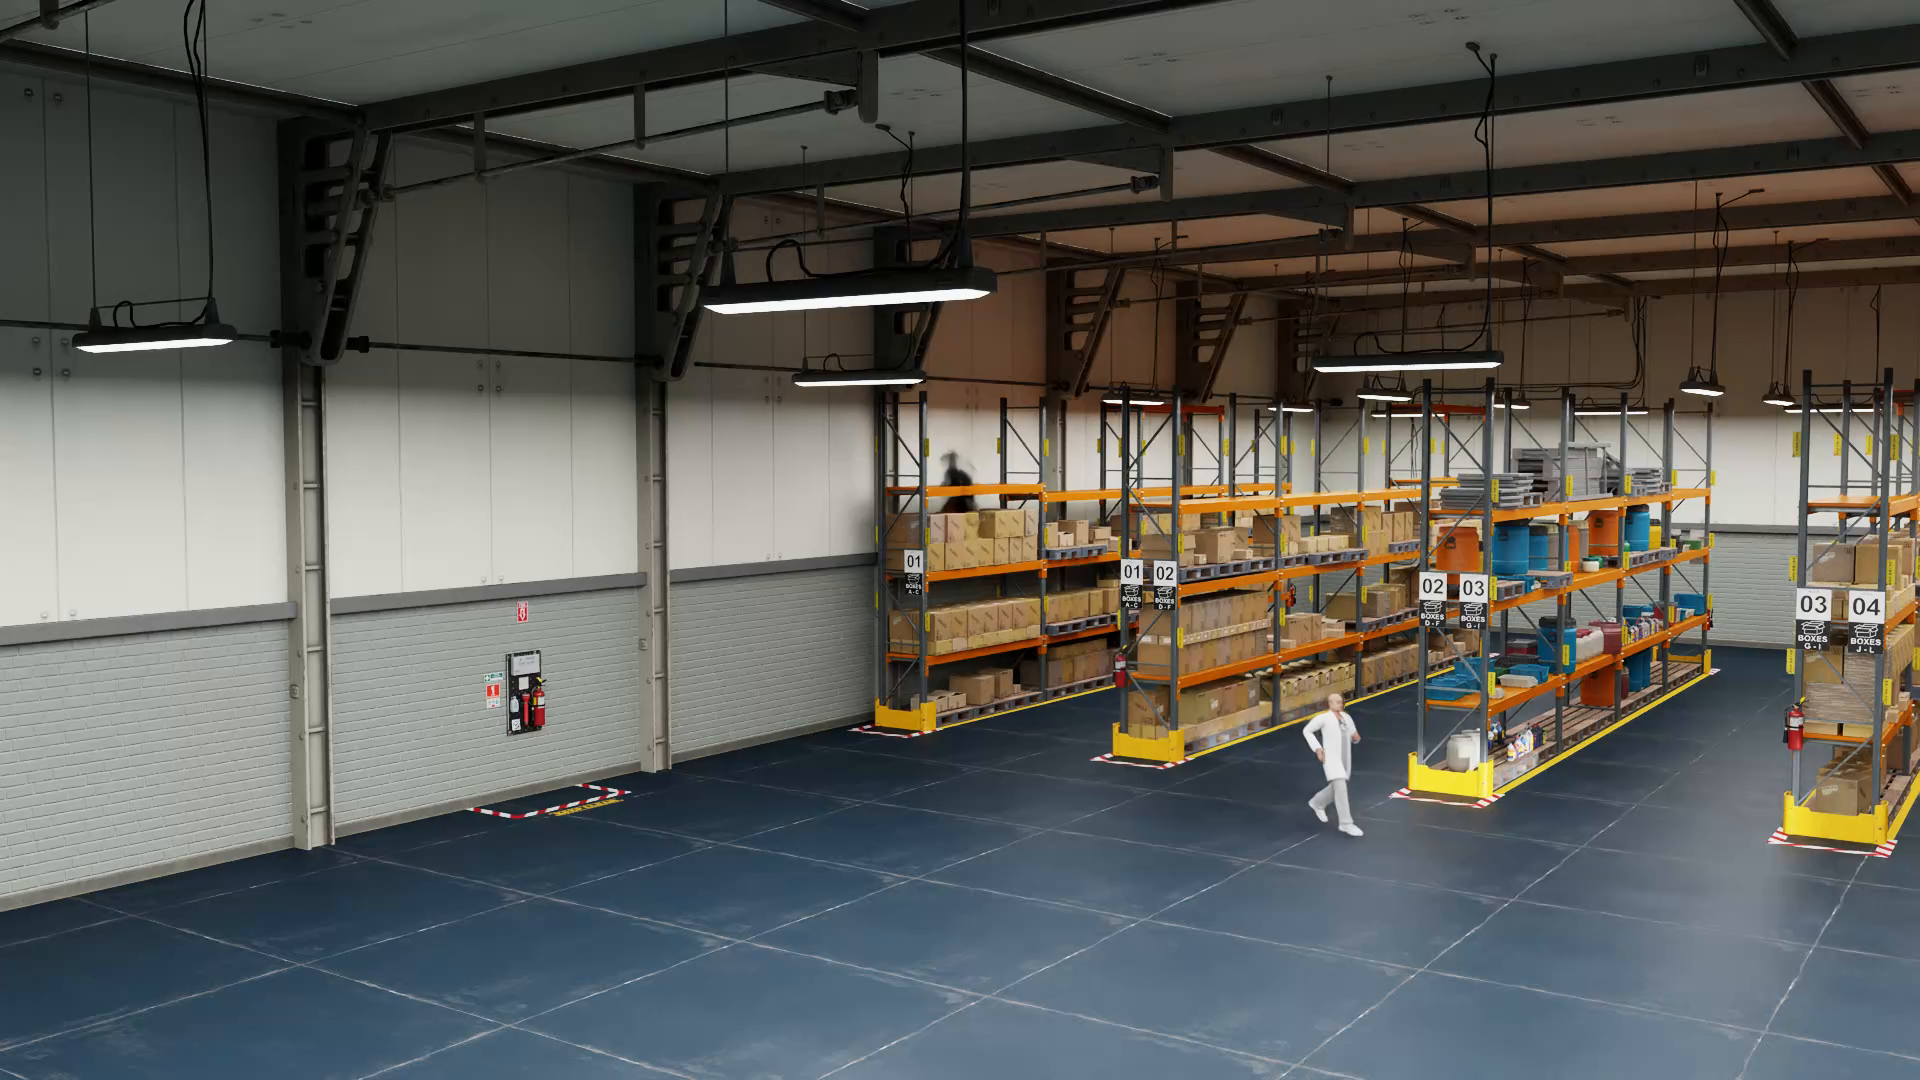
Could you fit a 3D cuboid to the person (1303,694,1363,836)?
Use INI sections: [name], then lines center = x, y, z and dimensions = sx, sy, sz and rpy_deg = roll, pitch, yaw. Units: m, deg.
[person]
center = 4.894, 2.881, 21.663
dimensions = 0.701, 1.765, 1.063
rpy_deg = -2, 4, -33
